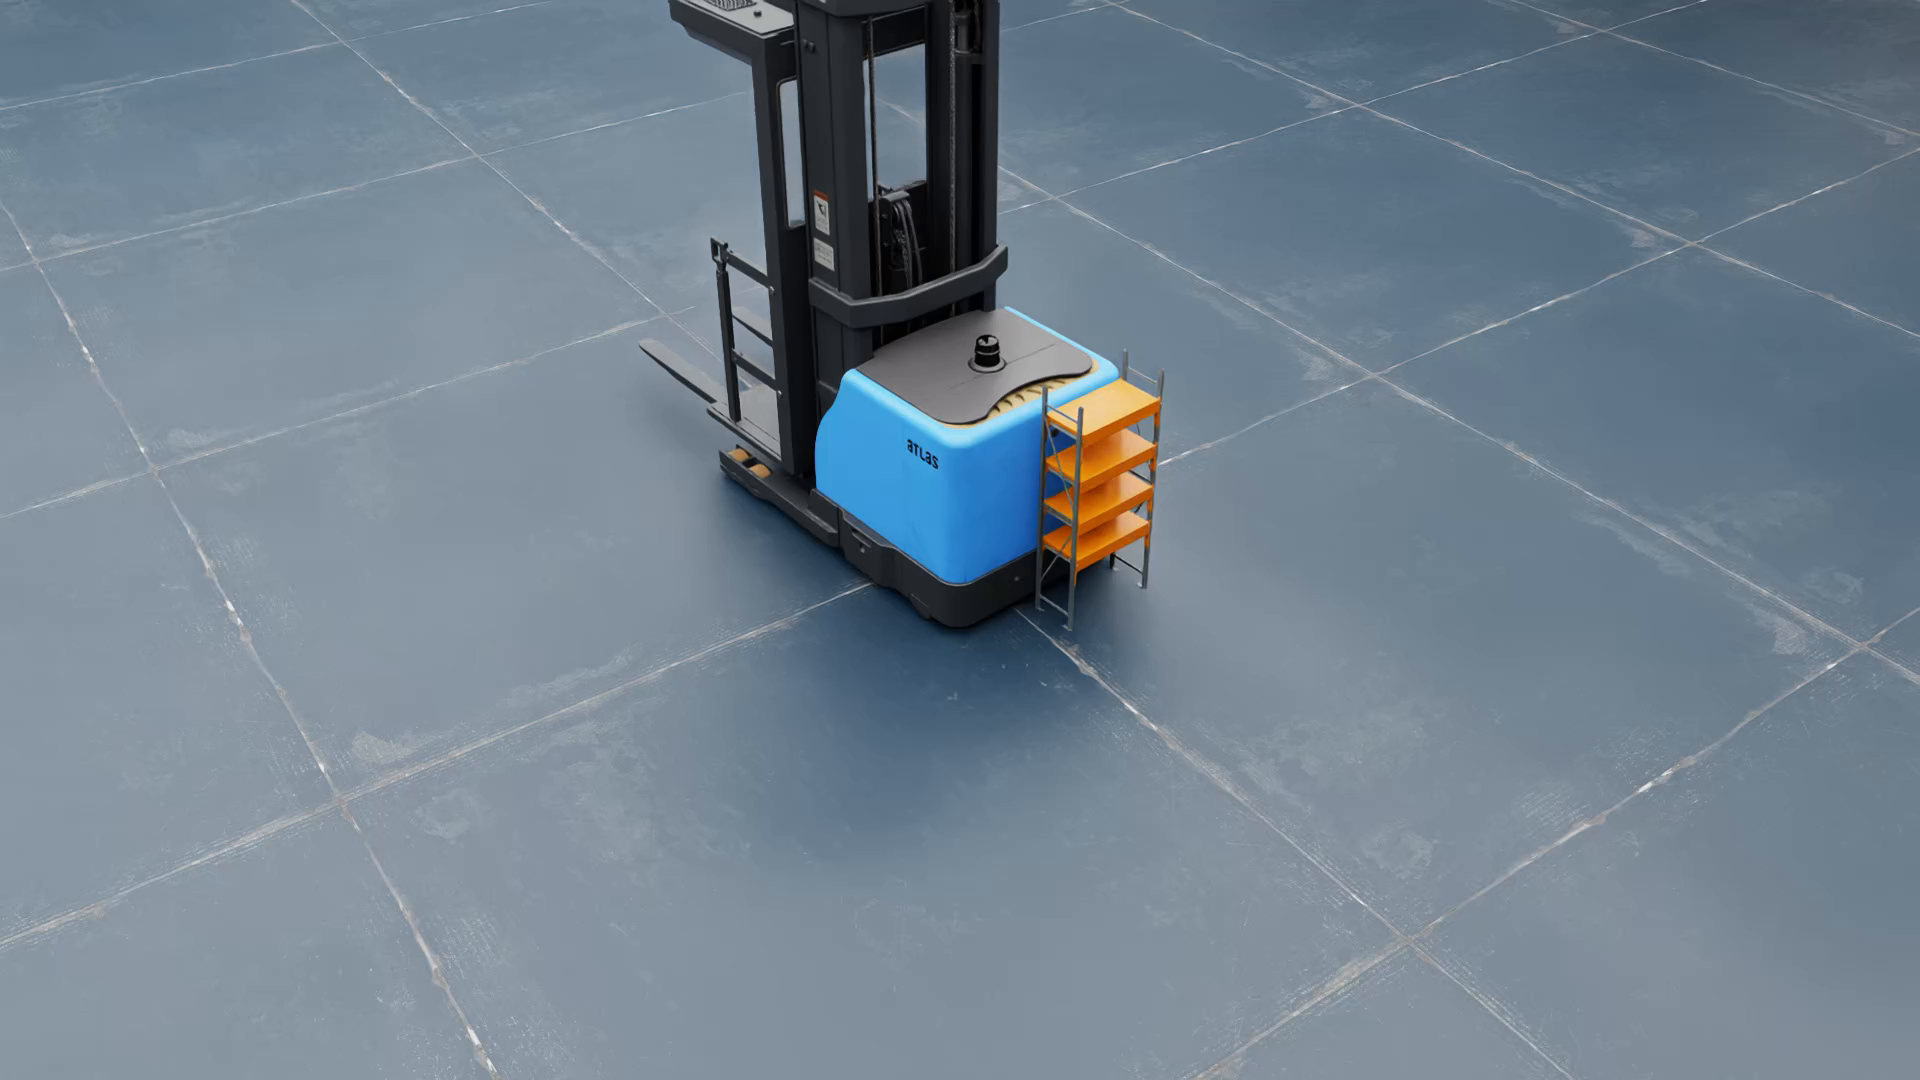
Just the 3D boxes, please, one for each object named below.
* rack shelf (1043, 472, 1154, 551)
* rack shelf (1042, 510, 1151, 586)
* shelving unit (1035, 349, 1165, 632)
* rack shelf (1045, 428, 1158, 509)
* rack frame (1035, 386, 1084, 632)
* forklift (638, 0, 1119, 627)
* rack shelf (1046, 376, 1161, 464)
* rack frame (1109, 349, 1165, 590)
[{"bbox_3d":[0.621,-0.156,7.555,0.480,0.148,0.258,-27,43,-32],"label":"rack shelf"},{"bbox_3d":[0.621,0.005,7.671,0.480,0.148,0.258,-27,43,-32],"label":"rack shelf"},{"bbox_3d":[0.621,-0.211,7.516,0.503,1.200,0.258,-27,43,-32],"label":"shelving unit"},{"bbox_3d":[0.621,-0.338,7.424,0.480,0.148,0.258,-27,43,-32],"label":"rack shelf"},{"bbox_3d":[0.436,-0.118,7.387,0.015,1.200,0.240,-27,43,-32],"label":"rack frame"},{"bbox_3d":[-0.597,-1.581,7.938,1.130,2.935,3.031,-26,43,-32],"label":"forklift"},{"bbox_3d":[0.621,-0.530,7.286,0.480,0.148,0.258,-27,43,-32],"label":"rack shelf"},{"bbox_3d":[0.806,-0.304,7.645,0.015,1.200,0.240,-27,43,-32],"label":"rack frame"}]
